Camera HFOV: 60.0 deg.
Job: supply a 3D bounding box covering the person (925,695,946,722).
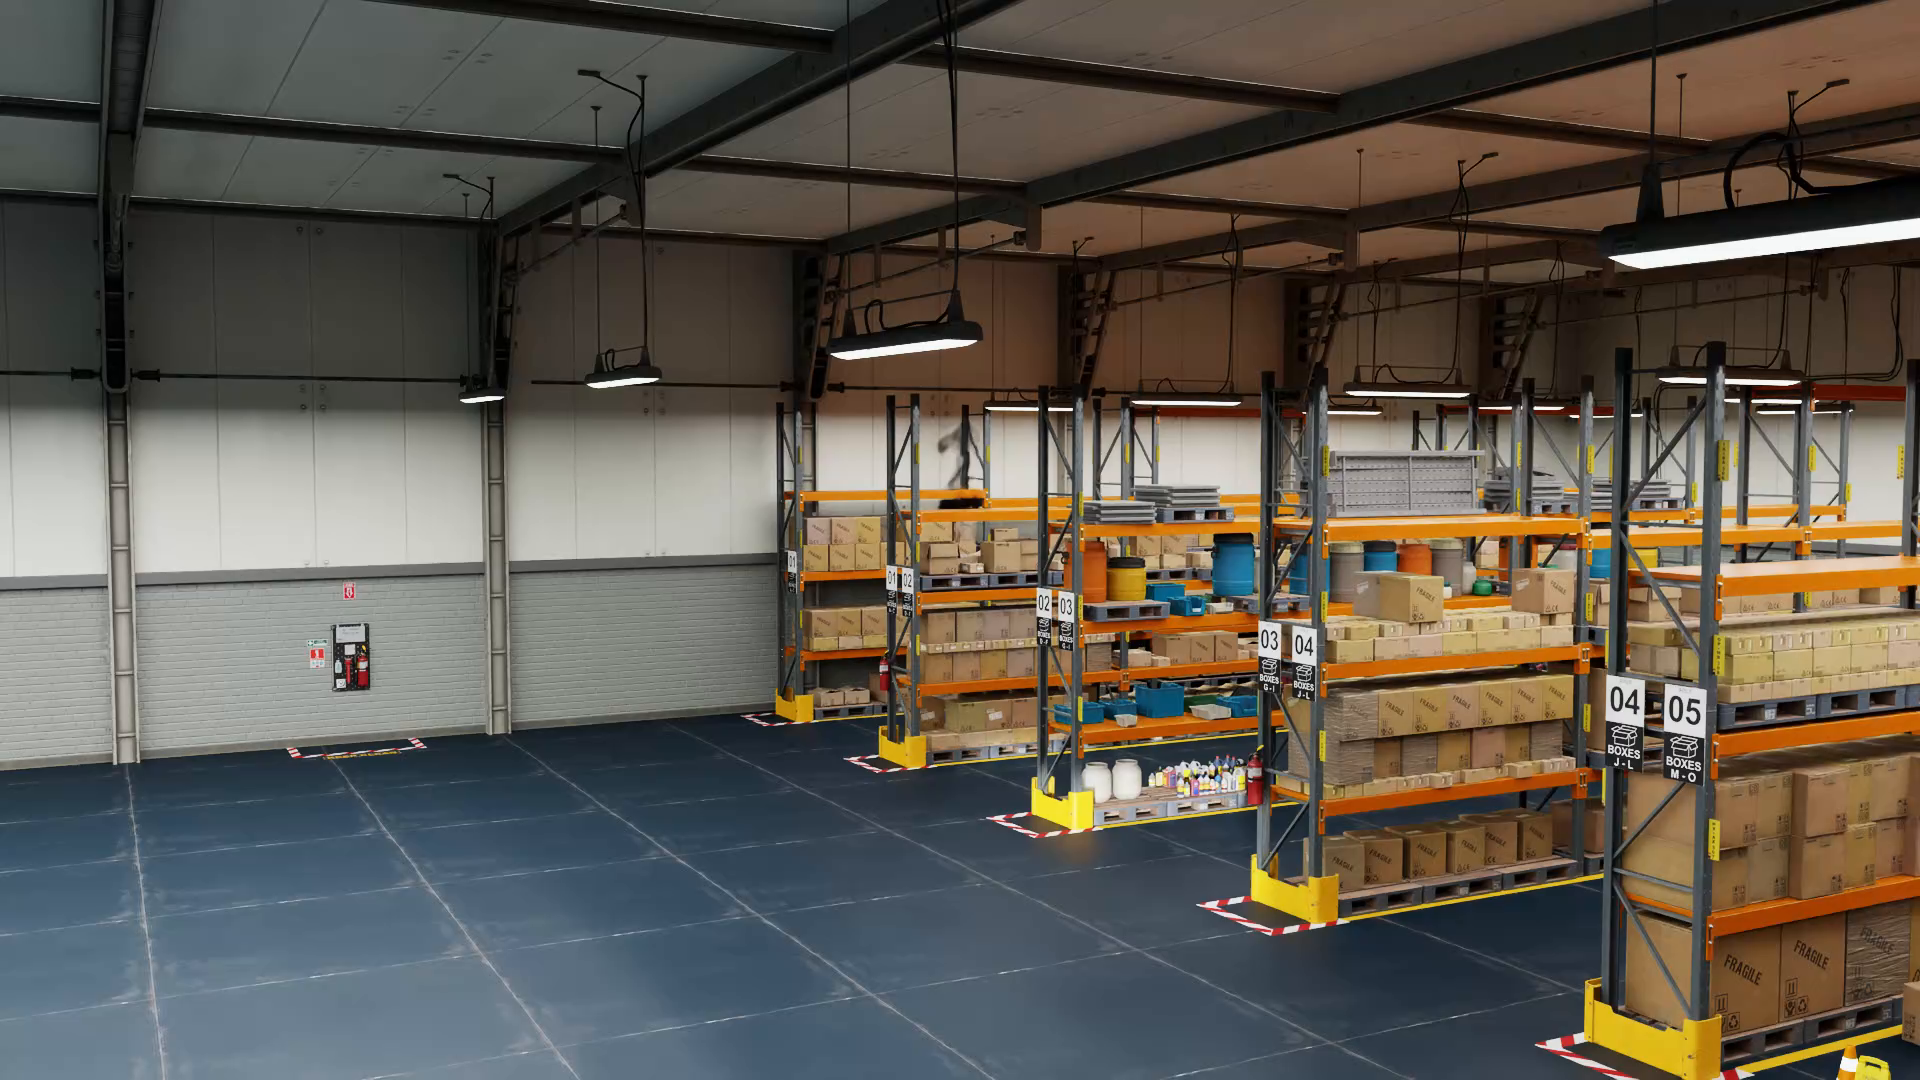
[{"bbox_3d":[-0.496,2.681,30.482,0.913,1.529,0.649,-3,5,-45],"label":"person"}]
